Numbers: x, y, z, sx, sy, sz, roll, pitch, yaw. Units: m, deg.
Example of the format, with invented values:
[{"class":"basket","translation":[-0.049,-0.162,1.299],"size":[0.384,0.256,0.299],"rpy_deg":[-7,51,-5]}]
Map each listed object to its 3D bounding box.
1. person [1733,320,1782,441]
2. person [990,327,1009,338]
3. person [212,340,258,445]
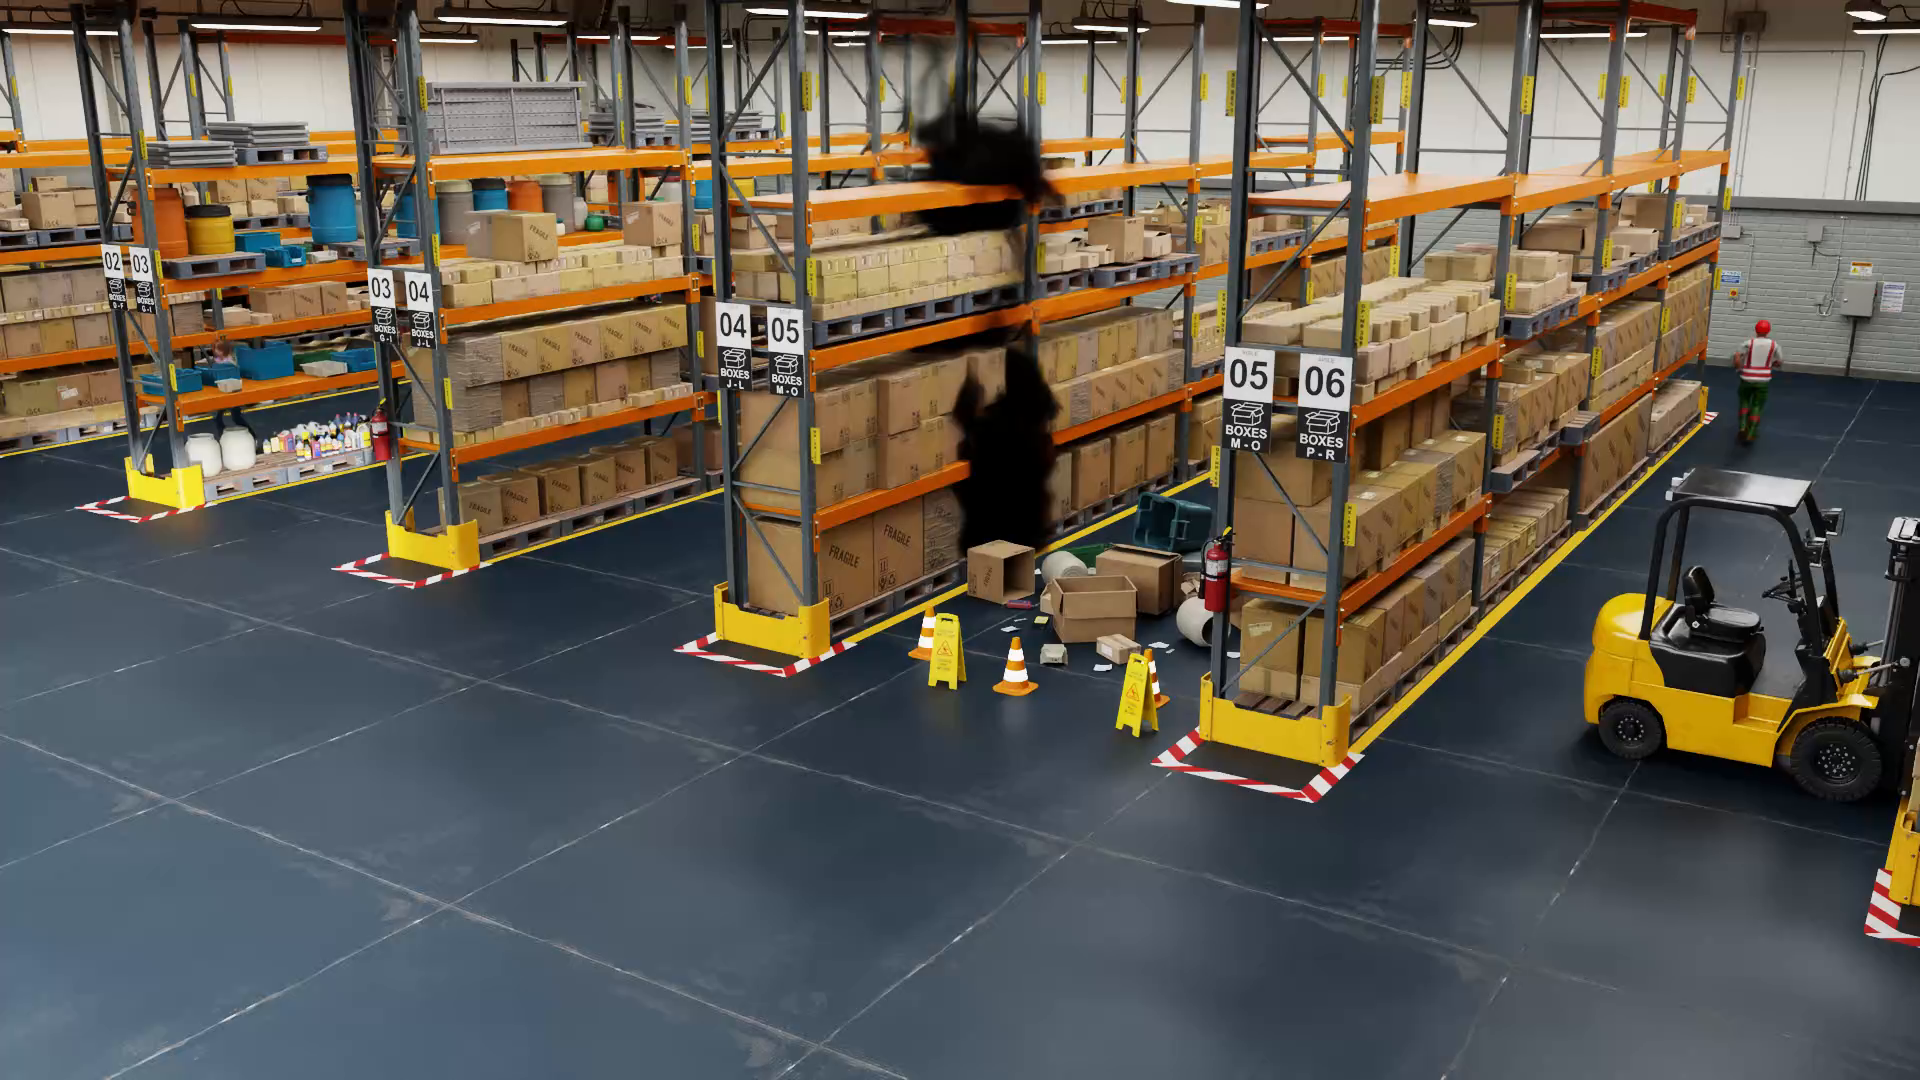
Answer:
[{"class":"person","translation":[11.588,-2.312,24.222],"size":[0.612,1.814,0.679],"rpy_deg":[8,17,26]},{"class":"person","translation":[0.470,-1.928,21.939],"size":[0.676,1.794,0.840],"rpy_deg":[11,19,33]},{"class":"person","translation":[-10.267,-1.983,23.361],"size":[0.521,1.622,0.675],"rpy_deg":[8,17,27]}]
